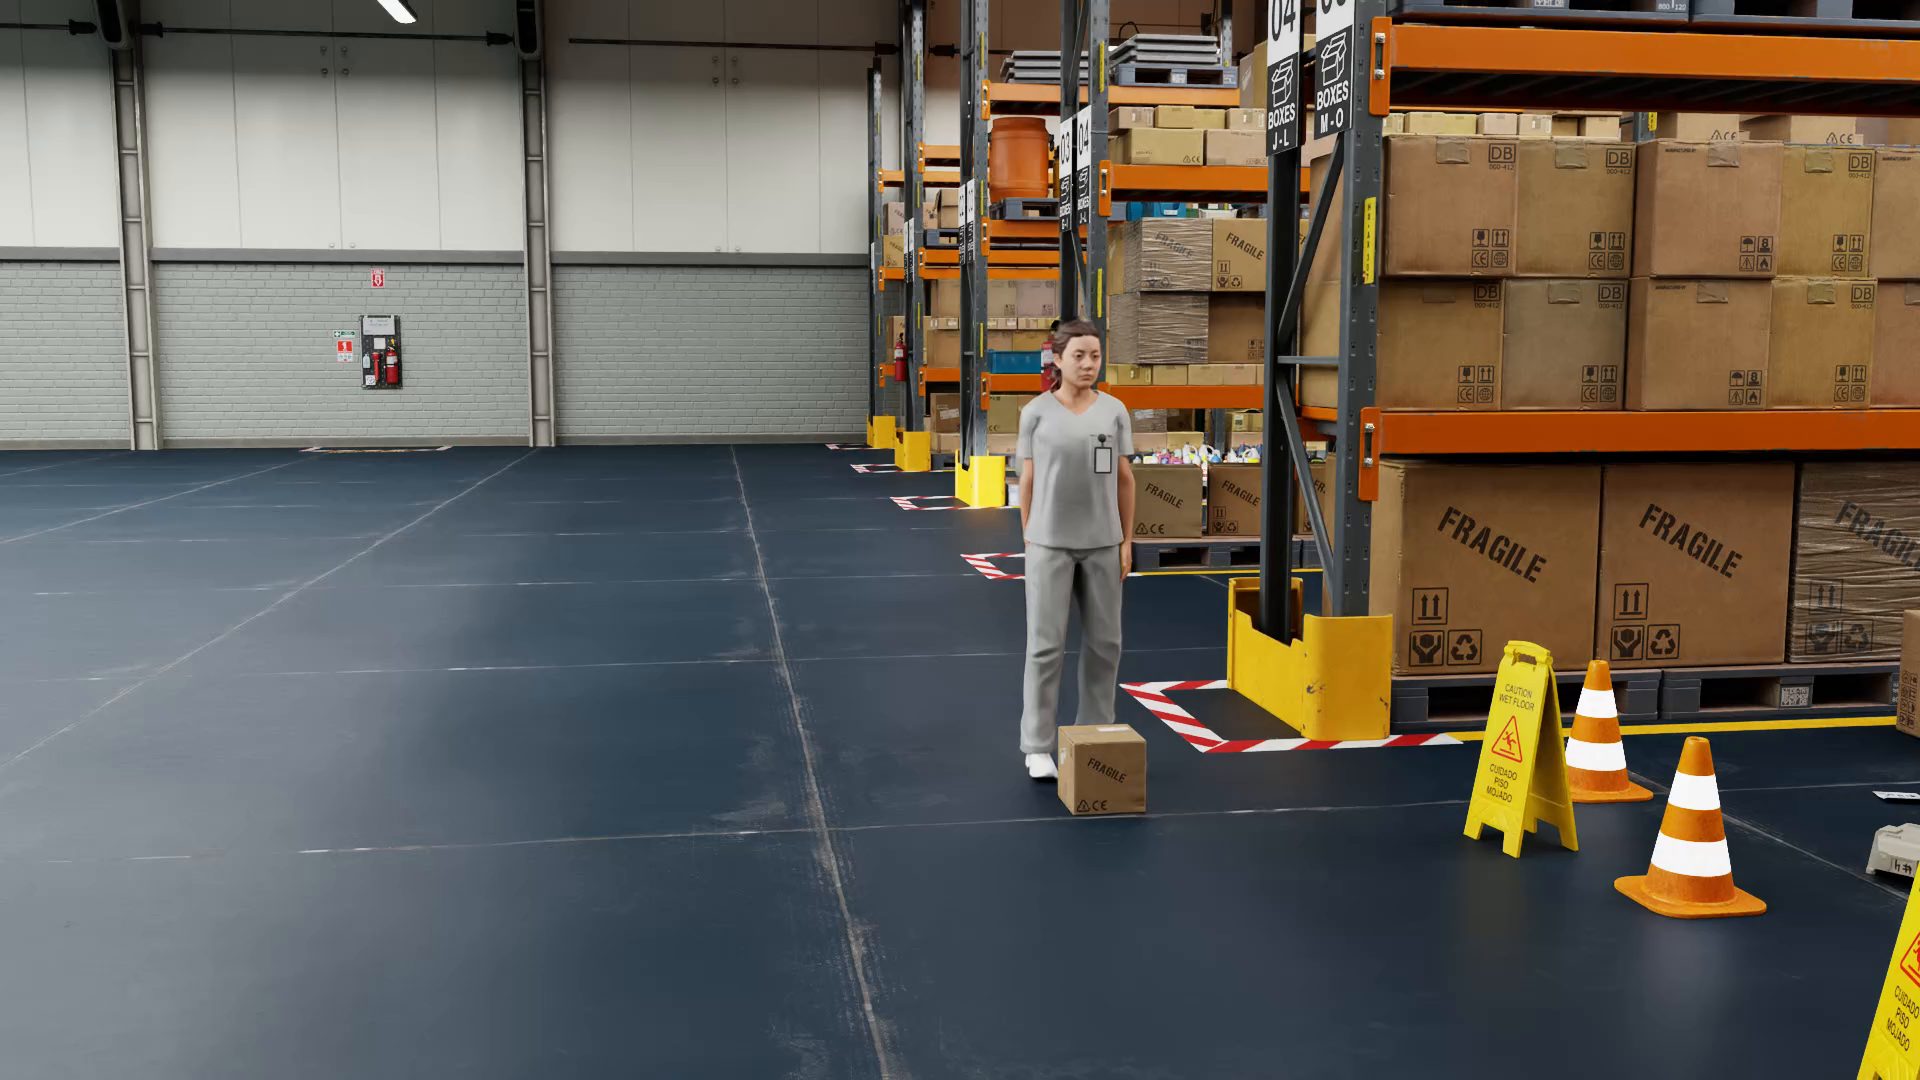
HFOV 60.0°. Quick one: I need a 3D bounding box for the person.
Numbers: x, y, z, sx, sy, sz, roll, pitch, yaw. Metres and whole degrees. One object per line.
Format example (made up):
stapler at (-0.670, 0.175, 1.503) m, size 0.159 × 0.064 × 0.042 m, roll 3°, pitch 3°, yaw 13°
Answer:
person at (0.425, 0.027, 6.098) m, size 0.438 × 1.670 × 0.365 m, roll -1°, pitch 7°, yaw -7°
